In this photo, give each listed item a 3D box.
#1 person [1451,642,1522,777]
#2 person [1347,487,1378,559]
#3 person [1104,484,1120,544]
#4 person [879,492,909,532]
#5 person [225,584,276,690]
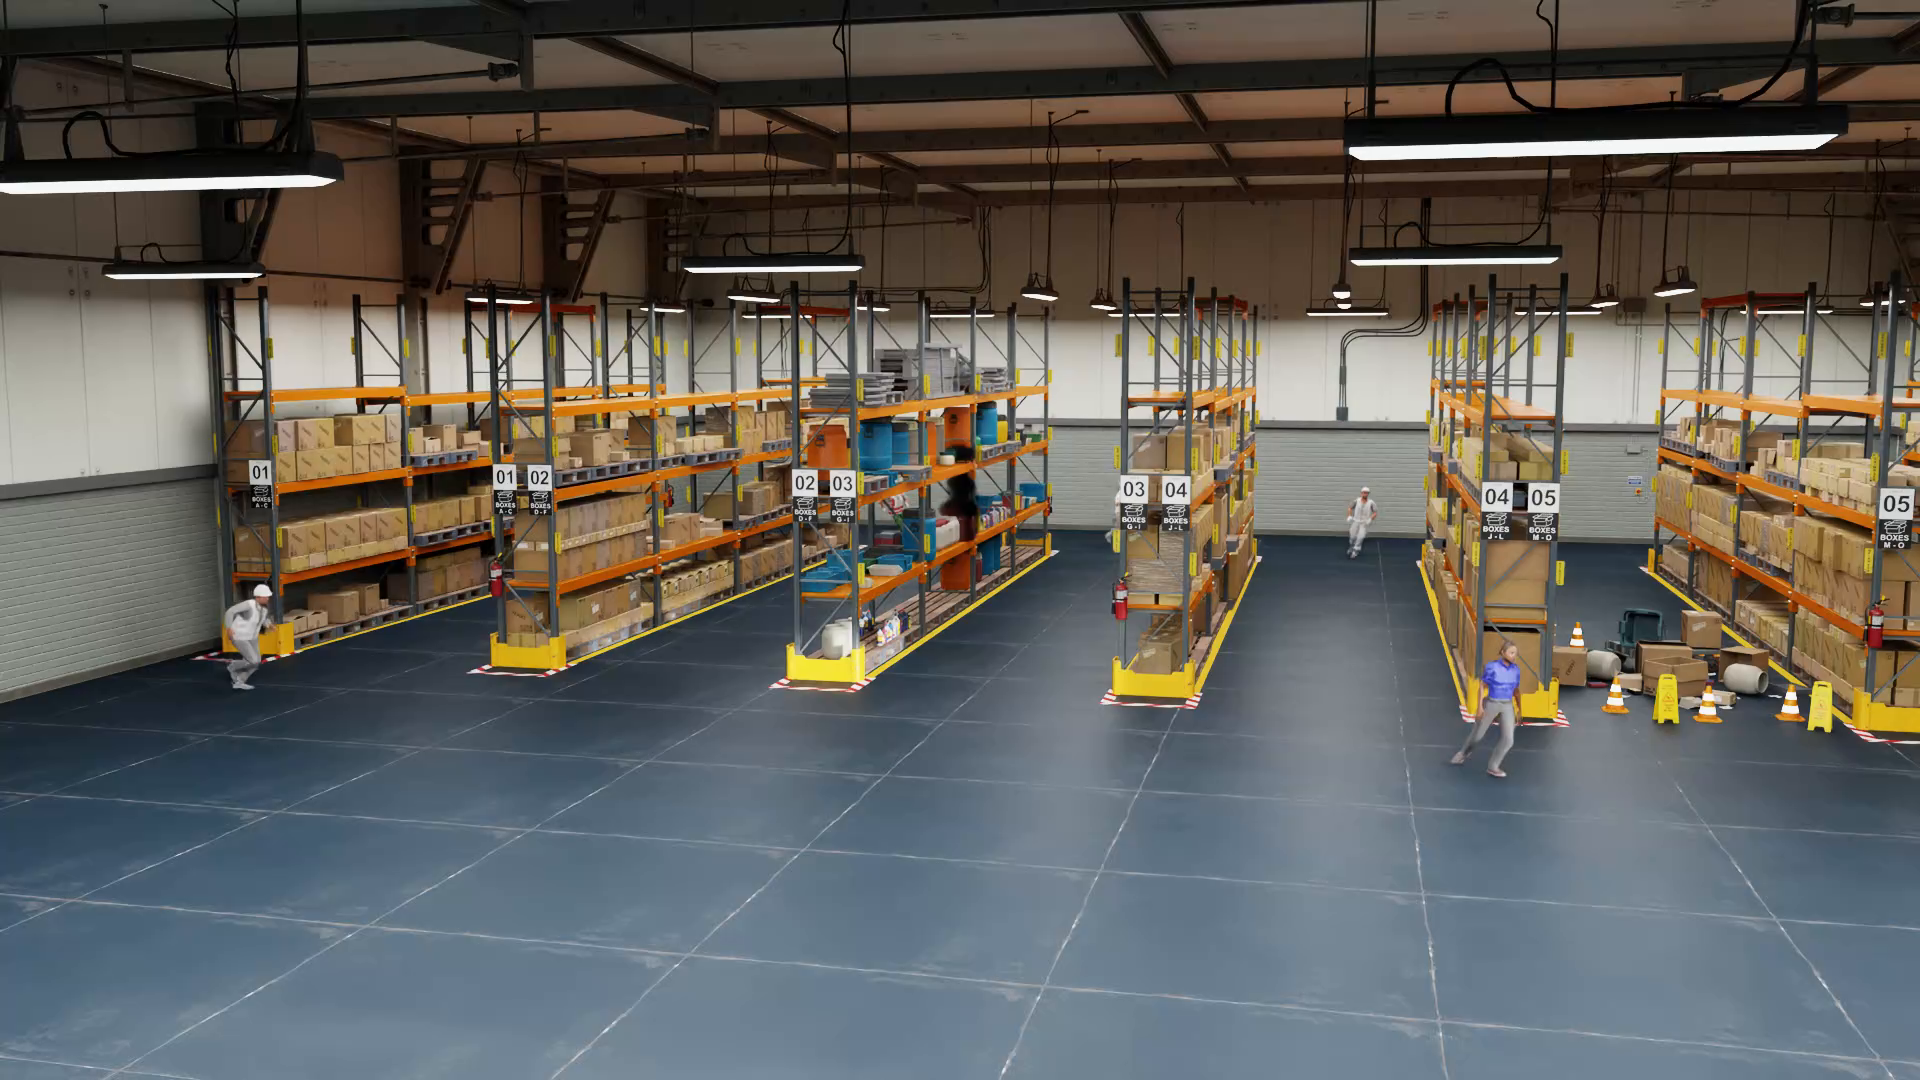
[{"bbox_3d":[6.255,1.954,19.649,0.707,1.574,0.694,0,7,-3],"label":"person"},{"bbox_3d":[9.611,-0.409,39.717,0.706,1.714,0.538,2,7,16],"label":"person"},{"bbox_3d":[4.109,-0.649,42.078,0.857,1.635,0.629,3,7,24],"label":"person"},{"bbox_3d":[-1.595,-0.666,42.083,0.782,1.732,0.715,-6,9,-40],"label":"person"},{"bbox_3d":[-10.391,1.433,24.295,0.824,1.590,0.684,2,7,20],"label":"person"}]
